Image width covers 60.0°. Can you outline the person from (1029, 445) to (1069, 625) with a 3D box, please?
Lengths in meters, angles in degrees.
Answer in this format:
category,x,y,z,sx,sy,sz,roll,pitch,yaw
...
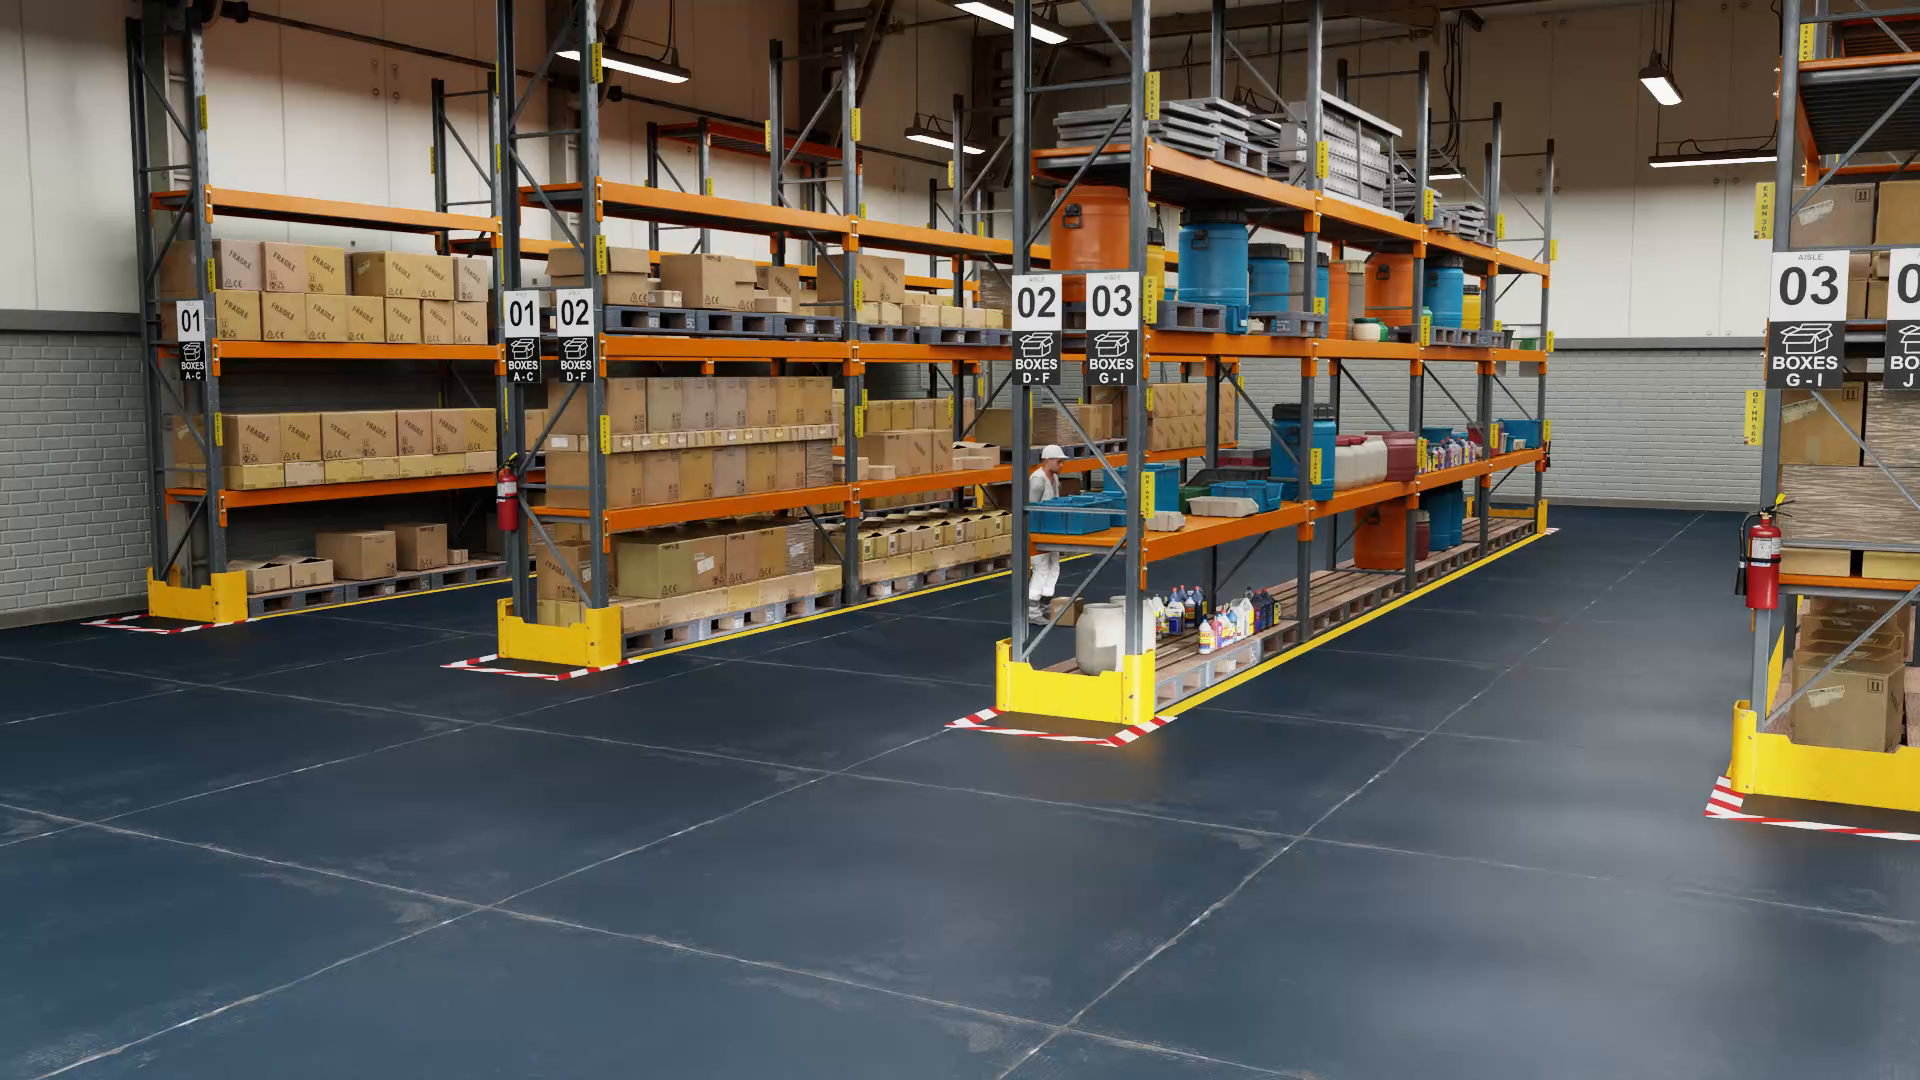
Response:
category,x,y,z,sx,sy,sz,roll,pitch,yaw
person,0.858,-0.059,16.578,0.453,1.778,0.579,3,7,29
